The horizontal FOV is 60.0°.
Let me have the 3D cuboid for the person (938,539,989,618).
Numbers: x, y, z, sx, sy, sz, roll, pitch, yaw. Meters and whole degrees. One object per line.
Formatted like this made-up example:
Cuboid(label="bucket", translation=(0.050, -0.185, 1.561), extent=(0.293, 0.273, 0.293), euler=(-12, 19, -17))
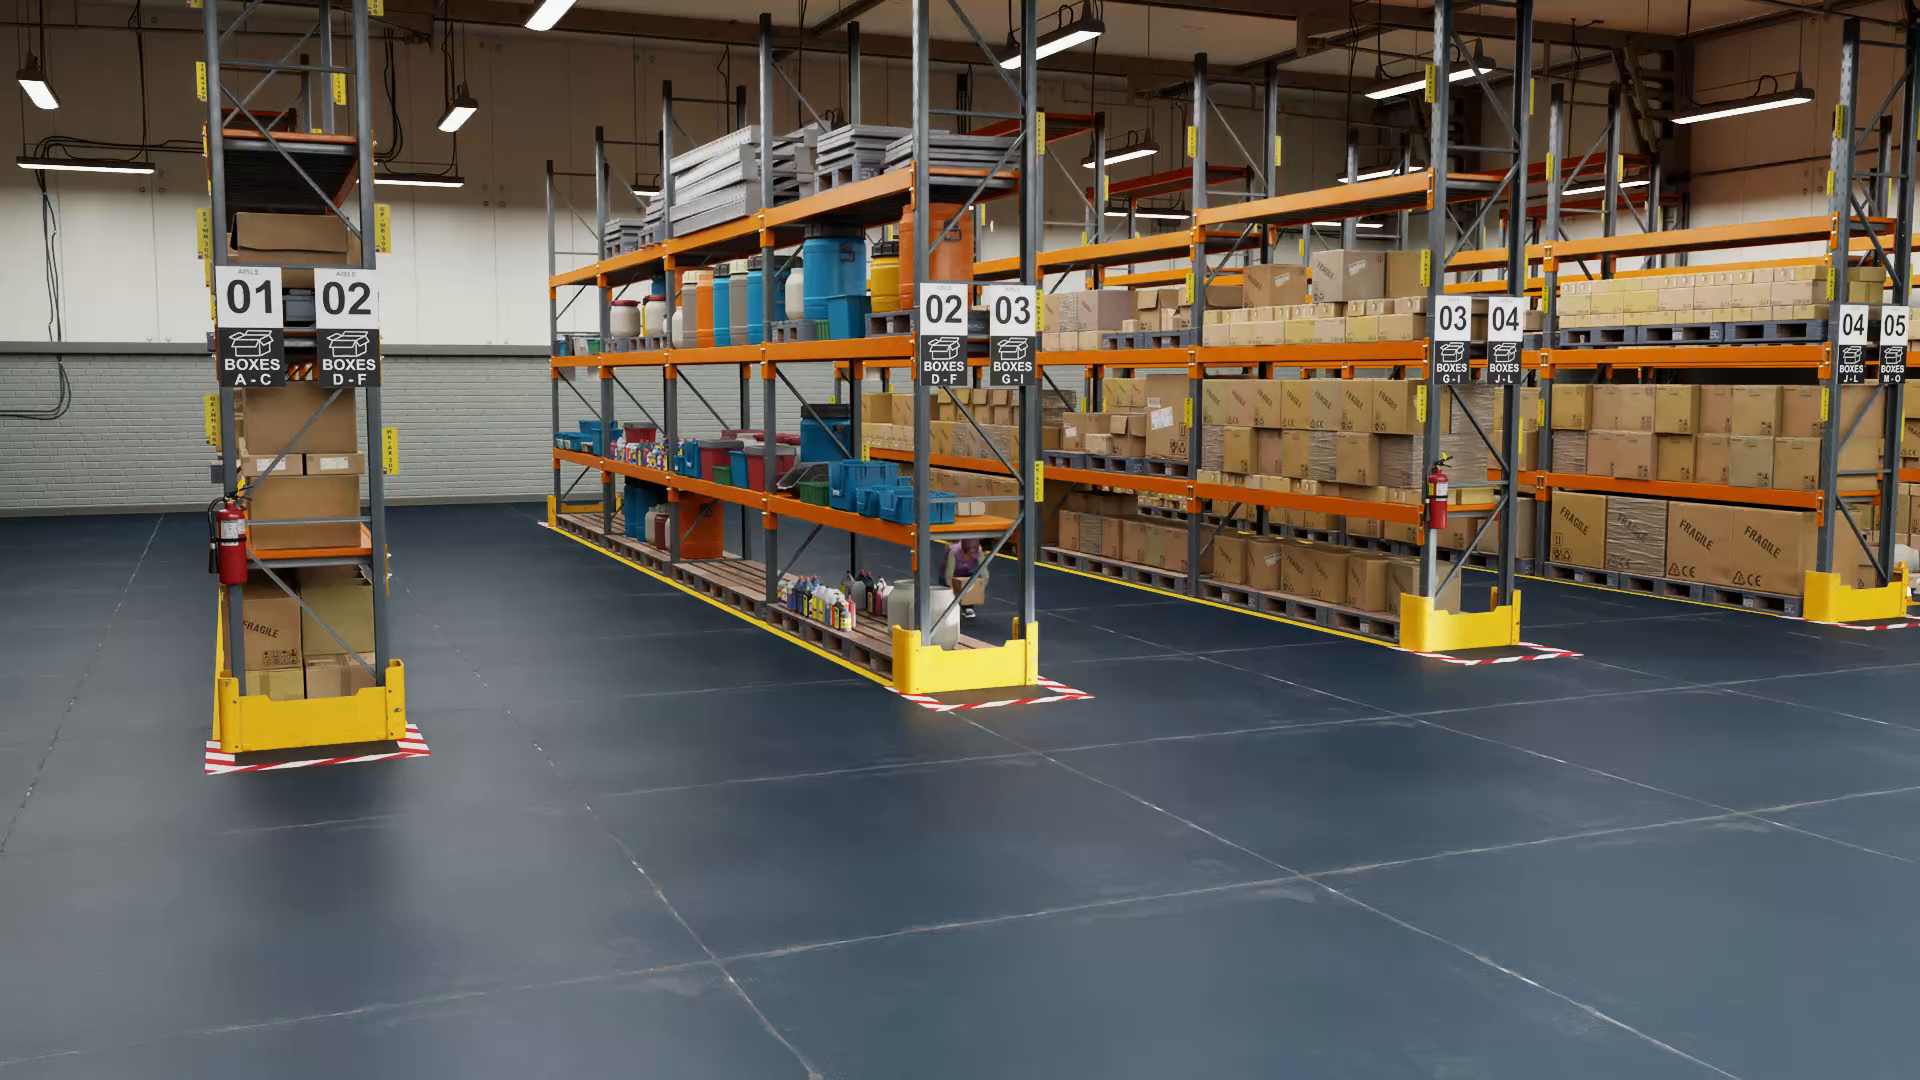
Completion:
Cuboid(label="person", translation=(0.029, 0.376, 17.099), extent=(0.474, 0.879, 0.819), euler=(-1, 6, -11))
